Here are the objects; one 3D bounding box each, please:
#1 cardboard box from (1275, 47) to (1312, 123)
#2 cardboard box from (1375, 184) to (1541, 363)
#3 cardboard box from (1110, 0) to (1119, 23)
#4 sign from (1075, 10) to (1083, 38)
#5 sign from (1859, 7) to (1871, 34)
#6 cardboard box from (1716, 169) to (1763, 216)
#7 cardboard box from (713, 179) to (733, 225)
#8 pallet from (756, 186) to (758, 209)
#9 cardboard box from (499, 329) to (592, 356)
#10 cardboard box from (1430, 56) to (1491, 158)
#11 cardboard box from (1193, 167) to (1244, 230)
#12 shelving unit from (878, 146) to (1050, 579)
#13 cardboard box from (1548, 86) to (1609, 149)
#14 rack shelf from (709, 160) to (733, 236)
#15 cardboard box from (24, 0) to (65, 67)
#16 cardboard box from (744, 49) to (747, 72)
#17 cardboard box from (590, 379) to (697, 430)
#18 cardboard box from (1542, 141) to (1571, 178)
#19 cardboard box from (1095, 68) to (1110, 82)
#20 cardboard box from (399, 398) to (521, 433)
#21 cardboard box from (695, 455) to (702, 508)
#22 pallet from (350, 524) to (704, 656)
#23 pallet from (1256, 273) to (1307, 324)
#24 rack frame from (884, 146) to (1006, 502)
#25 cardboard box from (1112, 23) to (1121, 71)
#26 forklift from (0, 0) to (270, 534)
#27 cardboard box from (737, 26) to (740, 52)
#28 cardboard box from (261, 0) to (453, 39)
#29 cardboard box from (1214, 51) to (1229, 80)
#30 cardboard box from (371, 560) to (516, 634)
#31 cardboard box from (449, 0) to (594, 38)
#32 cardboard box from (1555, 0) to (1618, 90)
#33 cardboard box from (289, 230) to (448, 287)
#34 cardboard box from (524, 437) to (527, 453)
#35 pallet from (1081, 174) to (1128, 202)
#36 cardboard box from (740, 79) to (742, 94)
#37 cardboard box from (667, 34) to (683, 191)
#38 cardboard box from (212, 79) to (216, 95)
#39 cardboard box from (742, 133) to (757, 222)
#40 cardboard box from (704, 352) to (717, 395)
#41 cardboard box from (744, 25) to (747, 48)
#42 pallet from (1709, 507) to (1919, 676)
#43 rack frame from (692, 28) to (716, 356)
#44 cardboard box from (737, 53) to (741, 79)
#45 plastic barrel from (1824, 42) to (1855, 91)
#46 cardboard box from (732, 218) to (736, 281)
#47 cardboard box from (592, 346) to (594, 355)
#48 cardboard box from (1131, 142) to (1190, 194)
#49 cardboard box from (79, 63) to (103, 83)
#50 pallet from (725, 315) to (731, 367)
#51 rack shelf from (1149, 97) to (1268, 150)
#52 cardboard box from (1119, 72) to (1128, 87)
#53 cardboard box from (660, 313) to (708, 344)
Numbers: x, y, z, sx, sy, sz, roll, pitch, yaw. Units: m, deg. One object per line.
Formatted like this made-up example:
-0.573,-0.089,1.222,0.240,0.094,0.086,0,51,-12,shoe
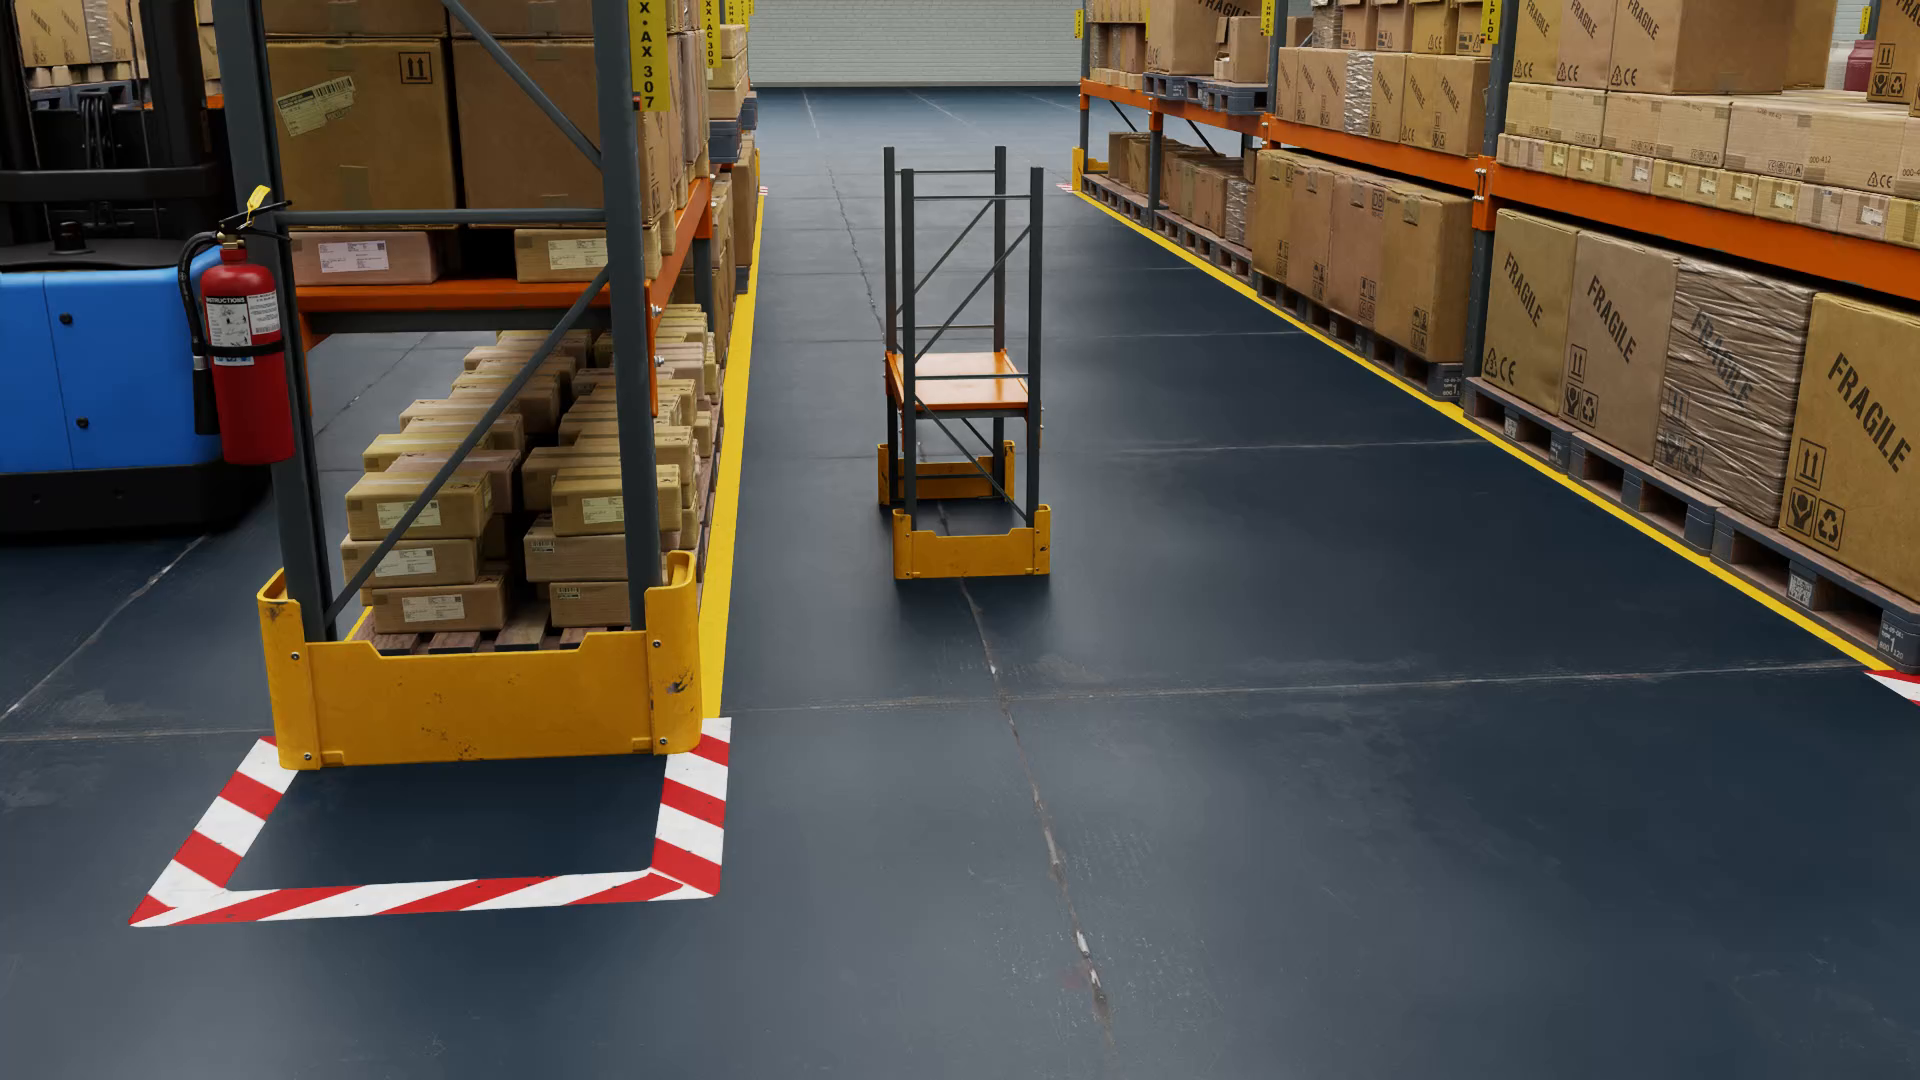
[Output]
2.560,-3.235,11.807,0.500,0.500,0.500,-1,17,-4,cardboard box
3.107,-1.525,9.374,1.225,0.875,0.875,-2,18,-5,cardboard box
1.896,-5.771,17.720,0.500,0.500,0.500,-2,18,-6,cardboard box
1.416,-6.120,19.718,0.100,0.325,0.005,-2,18,-6,sign
11.257,-6.464,20.682,0.100,0.325,0.005,-2,18,-6,sign
3.107,-1.315,6.276,0.380,0.149,0.250,-2,18,-5,cardboard box
-1.769,-2.237,11.015,0.500,0.250,0.500,-2,17,-5,cardboard box
-2.706,-3.672,18.021,1.003,0.211,1.213,-2,18,-6,pallet
-1.877,-0.883,7.547,0.380,0.149,0.250,-2,18,-6,cardboard box
2.873,-2.327,8.916,0.500,0.500,0.500,-2,18,-5,cardboard box
2.498,-3.057,14.844,0.700,0.500,0.500,-3,18,-10,cardboard box
-0.008,-0.738,6.525,0.587,1.500,1.083,-2,18,-6,shelving unit
3.027,-1.923,7.547,0.500,0.250,0.500,-2,18,-6,cardboard box
-1.957,-2.278,10.127,1.077,0.370,4.000,-2,18,-6,rack shelf
-6.954,-3.721,12.156,0.500,0.500,0.500,-1,17,-3,cardboard box
-1.601,-3.149,10.921,0.380,0.149,0.250,-1,17,-4,cardboard box
-1.210,-0.516,6.378,0.380,0.149,0.250,-2,17,-5,cardboard box
2.948,-1.774,7.739,0.380,0.149,0.250,-1,17,-4,cardboard box
1.765,-5.362,19.167,0.380,0.149,0.250,-2,18,-6,cardboard box
-1.814,-0.415,6.057,0.380,0.149,0.250,-1,17,-4,cardboard box
-1.192,-0.219,6.425,0.380,0.149,0.250,-3,18,-8,cardboard box
-1.395,0.231,5.590,1.003,0.211,1.213,-2,18,-6,pallet
2.787,-1.773,11.972,1.003,0.211,1.213,-2,18,-6,pallet
-0.061,-0.892,7.016,0.500,1.500,0.032,-2,18,-6,rack frame
2.164,-5.453,18.376,0.875,0.500,0.500,-2,18,-6,cardboard box
-3.772,-1.816,7.569,1.130,2.935,3.031,-4,18,-11,forklift
-1.443,-2.832,9.414,0.380,0.149,0.250,-2,18,-6,cardboard box
-1.633,-1.629,4.526,0.500,0.500,0.500,-2,18,-7,cardboard box
2.340,-3.965,13.823,0.396,0.266,0.258,-2,18,-7,cardboard box
-1.600,0.176,5.169,0.380,0.149,0.250,-1,17,-5,cardboard box
-1.121,-1.643,4.568,0.500,0.500,0.500,-2,18,-6,cardboard box
3.031,-2.279,7.431,0.500,0.500,0.500,-2,18,-6,cardboard box
-1.653,-0.802,4.645,0.380,0.149,0.250,-2,18,-6,cardboard box
-1.798,-0.273,6.101,0.380,0.149,0.250,-2,17,-5,cardboard box
2.012,-4.128,19.473,1.003,0.211,1.213,-2,18,-6,pallet
-1.474,-2.627,9.754,0.380,0.149,0.250,-2,18,-7,cardboard box
-1.228,-1.471,5.691,0.500,0.500,0.500,-2,17,-5,cardboard box
-7.280,-4.284,15.733,0.380,0.149,0.250,-1,17,-4,cardboard box
-2.422,-3.354,15.407,1.050,0.750,0.750,-2,18,-6,cardboard box
-1.317,-0.764,7.665,0.380,0.149,0.250,-2,18,-8,cardboard box
-1.657,-3.450,11.383,0.380,0.149,0.250,-2,18,-8,cardboard box
3.445,0.138,5.886,1.003,0.211,1.213,-2,18,-6,pallet
-1.751,-2.026,8.121,1.000,3.000,0.127,-2,18,-6,rack frame
-1.447,-2.691,9.464,0.380,0.149,0.250,-1,17,-3,cardboard box
7.389,-3.847,13.735,0.421,0.512,0.421,0,17,0,plastic barrel
-1.836,-2.037,11.630,0.500,0.500,0.500,-2,18,-6,cardboard box
-1.916,-0.817,7.834,0.380,0.149,0.250,-2,18,-5,cardboard box
2.158,-4.013,17.925,0.500,0.500,0.500,-3,18,-11,cardboard box
-7.044,-3.700,13.174,0.380,0.149,0.250,-1,17,-4,cardboard box
-1.962,-1.291,10.438,1.003,0.211,1.213,-2,18,-6,pallet
2.574,-3.593,14.315,1.077,0.370,4.000,-2,18,-6,rack shelf
1.913,-4.915,17.743,0.380,0.149,0.250,-2,18,-6,cardboard box
-1.389,-0.977,7.846,0.380,0.149,0.250,-2,17,-5,cardboard box
